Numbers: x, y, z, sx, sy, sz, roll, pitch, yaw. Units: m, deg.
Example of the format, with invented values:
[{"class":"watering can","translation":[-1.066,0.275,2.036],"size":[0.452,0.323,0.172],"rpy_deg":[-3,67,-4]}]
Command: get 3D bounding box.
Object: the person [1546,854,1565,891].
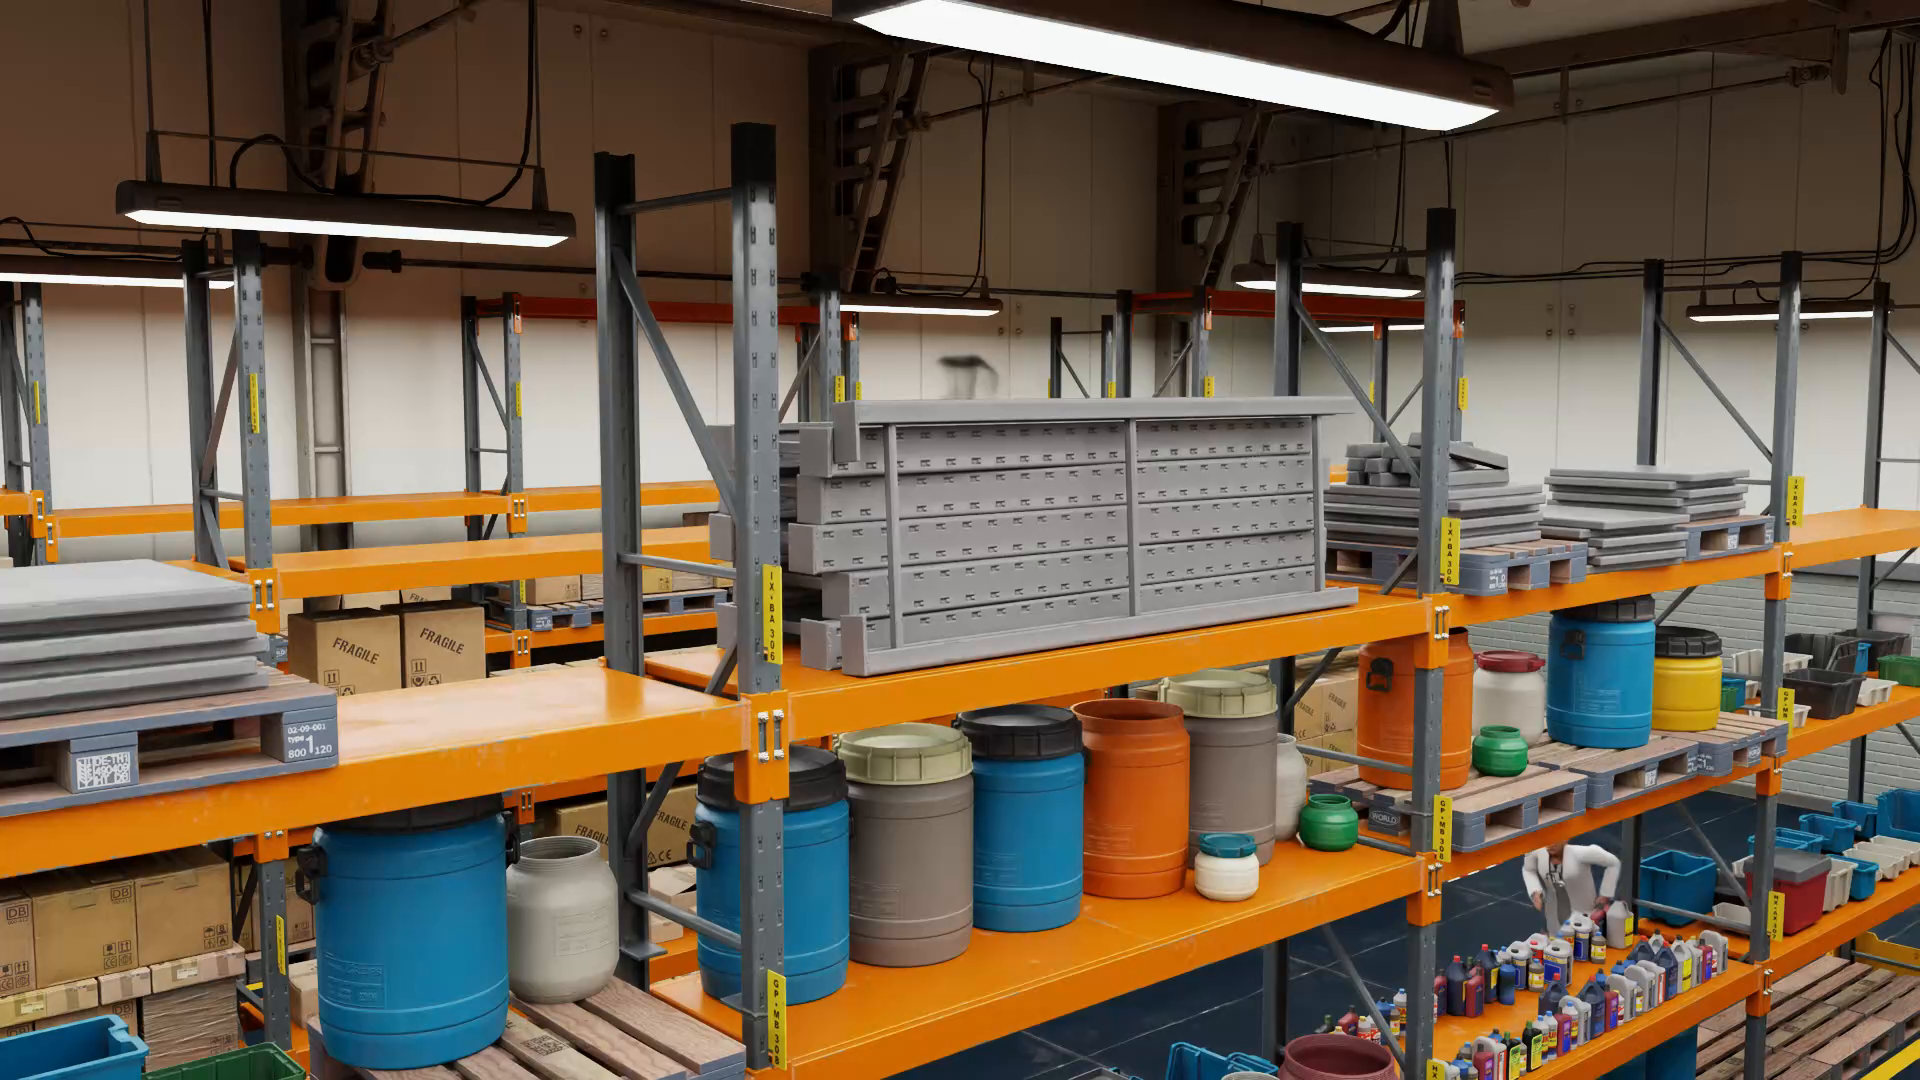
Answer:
[{"class":"person","translation":[4.963,3.164,13.533],"size":[0.198,1.551,1.069],"rpy_deg":[5,7,42]}]
